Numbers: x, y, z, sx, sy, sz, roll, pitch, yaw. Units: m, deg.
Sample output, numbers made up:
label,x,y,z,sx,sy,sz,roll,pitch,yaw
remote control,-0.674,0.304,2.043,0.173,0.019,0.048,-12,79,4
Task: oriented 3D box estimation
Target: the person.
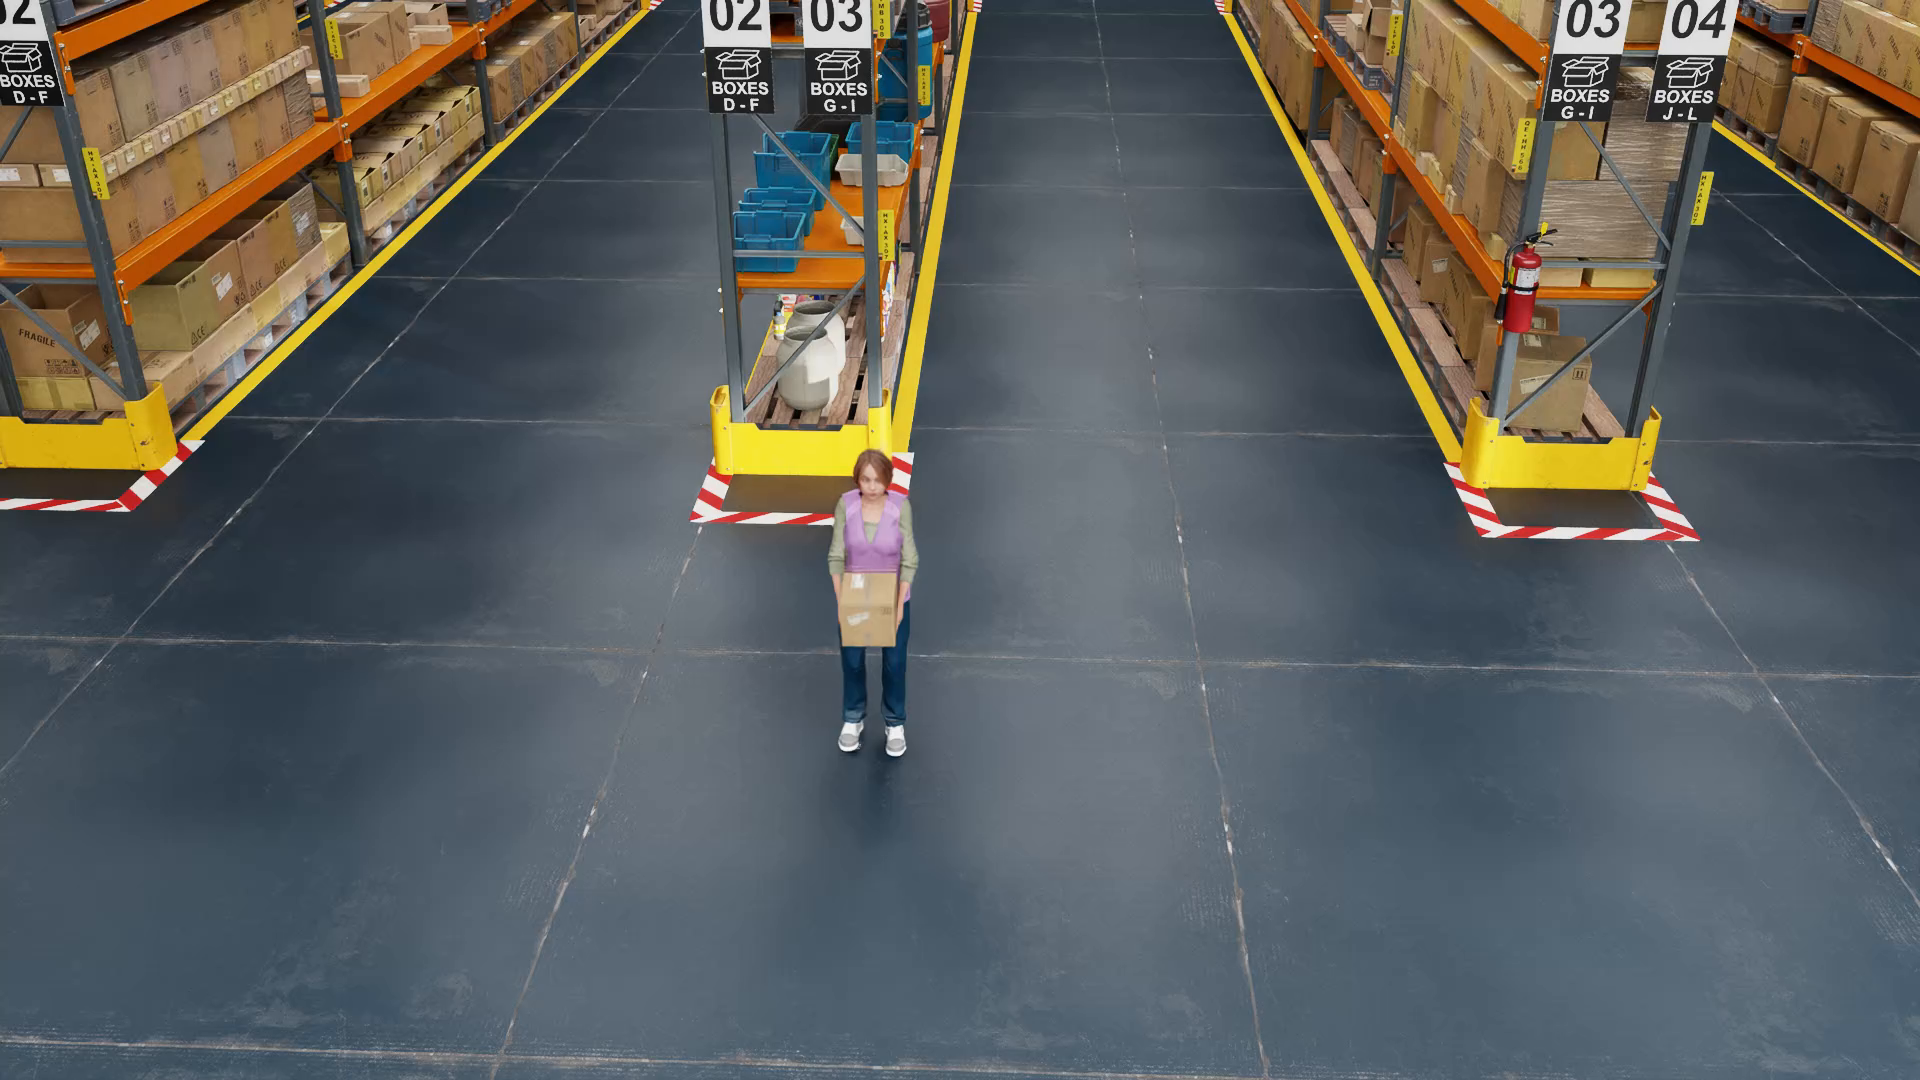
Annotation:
label,x,y,z,sx,sy,sz,roll,pitch,yaw
person,-0.416,0.323,8.024,0.440,1.602,0.461,1,28,1
